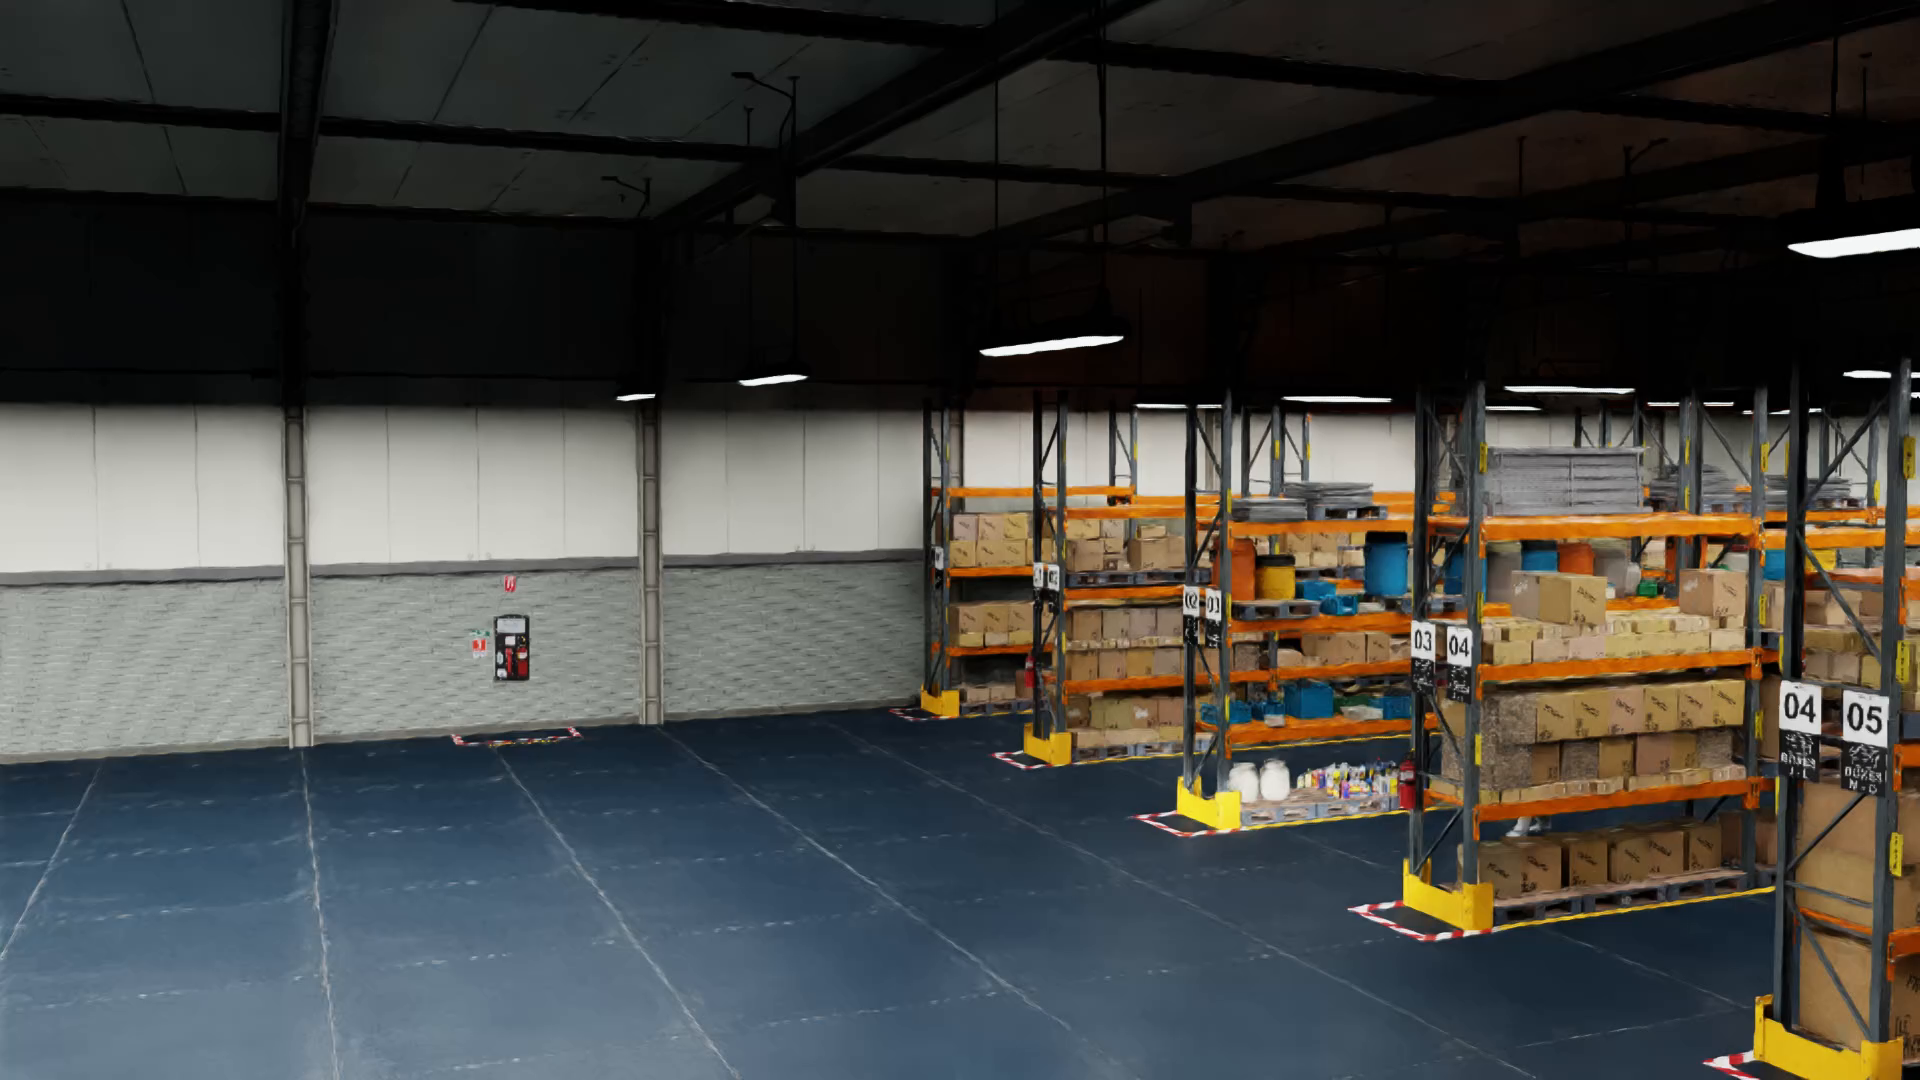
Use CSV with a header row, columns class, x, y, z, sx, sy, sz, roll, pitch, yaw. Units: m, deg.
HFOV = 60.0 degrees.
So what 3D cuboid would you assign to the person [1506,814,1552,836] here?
class,x,y,z,sx,sy,sz,roll,pitch,yaw
person,7.401,3.011,21.711,1.102,1.715,0.580,-2,4,-31
